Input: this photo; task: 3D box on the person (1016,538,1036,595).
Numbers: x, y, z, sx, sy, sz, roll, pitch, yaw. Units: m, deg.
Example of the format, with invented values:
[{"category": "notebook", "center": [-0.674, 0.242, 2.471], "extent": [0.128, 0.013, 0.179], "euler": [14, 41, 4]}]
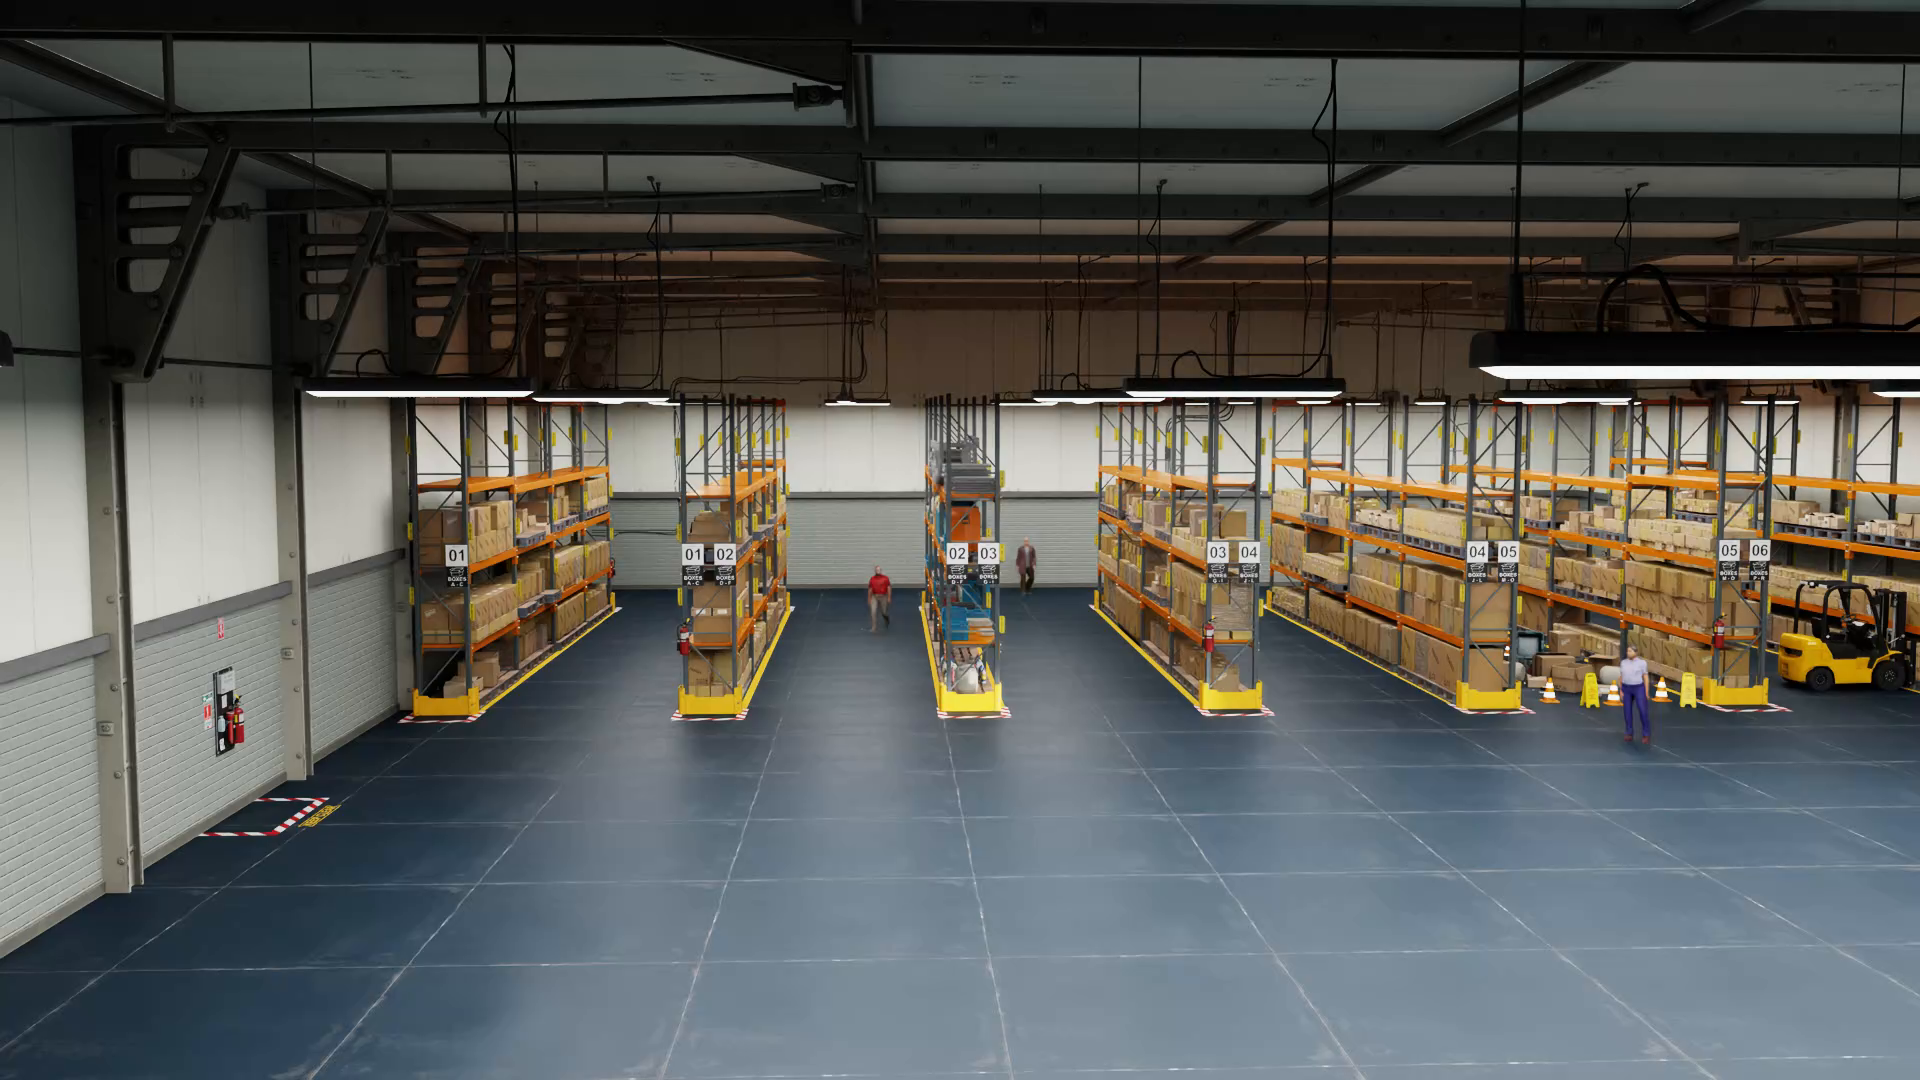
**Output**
[{"category": "person", "center": [2.034, 0.815, 51.015], "extent": [0.597, 1.785, 0.515], "euler": [-2, 5, -27]}]

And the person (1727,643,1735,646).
[{"category": "person", "center": [18.078, 1.836, 39.059], "extent": [0.358, 1.696, 0.484], "euler": [2, 5, 27]}]

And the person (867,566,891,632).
[{"category": "person", "center": [-2.070, 1.501, 42.667], "extent": [0.608, 1.682, 0.761], "euler": [1, 5, 7]}]

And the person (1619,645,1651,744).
[{"category": "person", "center": [11.621, 2.641, 28.633], "extent": [0.594, 1.663, 0.433], "euler": [4, 6, 38]}]
